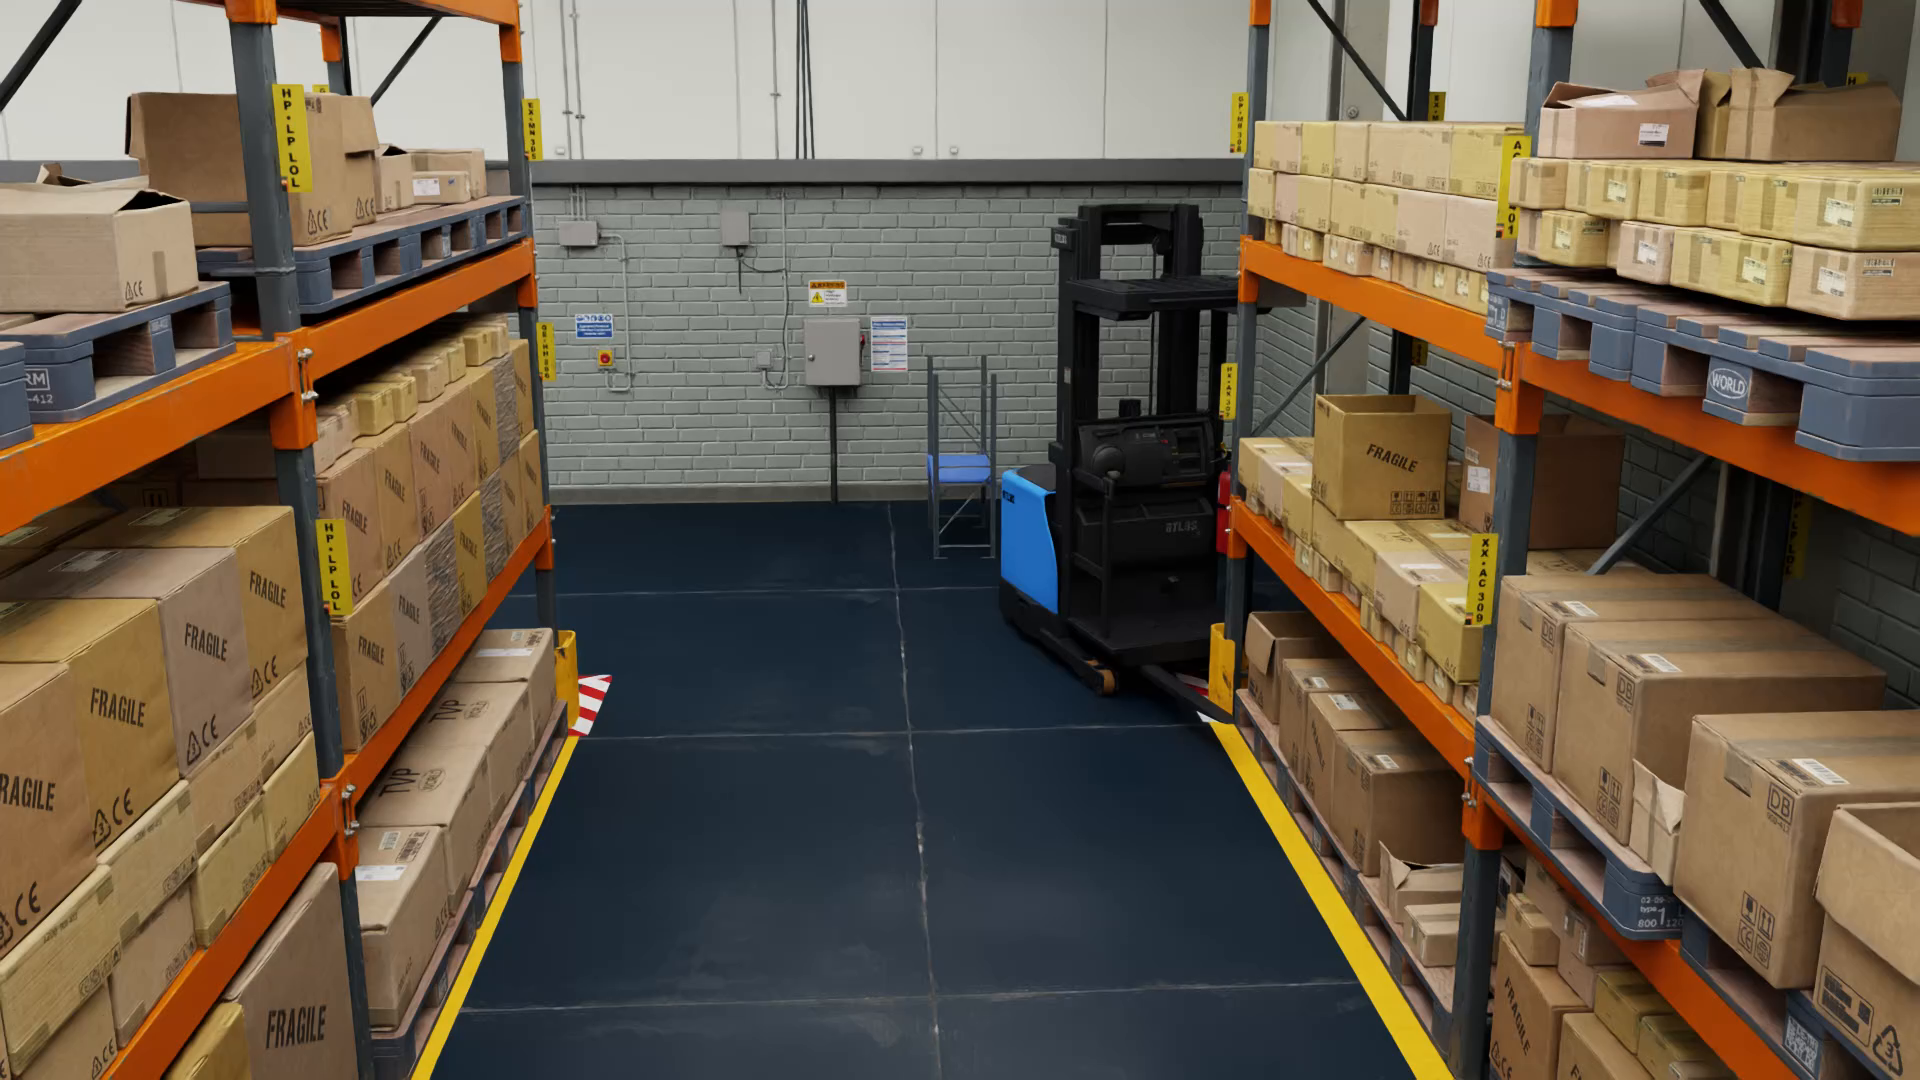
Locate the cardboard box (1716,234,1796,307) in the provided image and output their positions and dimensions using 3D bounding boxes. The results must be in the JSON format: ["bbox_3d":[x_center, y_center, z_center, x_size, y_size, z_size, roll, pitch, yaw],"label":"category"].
[{"bbox_3d":[2.038,-0.639,3.933,0.380,0.149,0.250,-1,14,-2],"label":"cardboard box"}]

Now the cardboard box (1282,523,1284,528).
[{"bbox_3d":[1.955,-0.114,8.954,0.380,0.149,0.250,-1,14,-4],"label":"cardboard box"}]

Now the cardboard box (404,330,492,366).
[{"bbox_3d":[-2.522,-0.943,8.163,0.380,0.149,0.250,-1,14,-2],"label":"cardboard box"}]

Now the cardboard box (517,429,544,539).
[{"bbox_3d":[-2.564,-0.304,8.988,0.500,0.500,0.500,-1,14,-3],"label":"cardboard box"}]

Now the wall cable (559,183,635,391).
[{"bbox_3d":[-3.231,-2.281,14.769,0.585,1.953,0.123,-1,14,-3],"label":"wall cable"}]

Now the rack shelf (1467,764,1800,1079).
[{"bbox_3d":[2.468,1.392,4.042,1.077,0.370,4.000,-1,14,-3],"label":"rack shelf"}]

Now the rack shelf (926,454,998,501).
[{"bbox_3d":[0.005,-0.531,13.802,0.538,0.185,1.000,-1,14,-3],"label":"rack shelf"}]

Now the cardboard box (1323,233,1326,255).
[{"bbox_3d":[1.938,-1.379,7.851,0.380,0.149,0.250,-1,14,-4],"label":"cardboard box"}]

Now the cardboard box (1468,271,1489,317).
[{"bbox_3d":[2.027,-0.870,5.873,0.380,0.149,0.250,-1,14,-4],"label":"cardboard box"}]

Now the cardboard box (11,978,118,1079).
[{"bbox_3d":[-2.252,1.184,3.704,0.500,0.250,0.500,-1,14,-3],"label":"cardboard box"}]

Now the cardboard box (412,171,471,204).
[{"bbox_3d":[-2.634,-1.741,8.213,0.380,0.149,0.250,-2,15,-8],"label":"cardboard box"}]

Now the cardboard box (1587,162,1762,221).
[{"bbox_3d":[1.986,-0.971,4.625,0.380,0.149,0.250,-1,14,-4],"label":"cardboard box"}]

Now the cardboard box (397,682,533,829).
[{"bbox_3d":[-2.652,1.056,8.201,0.875,0.438,0.875,0,14,-2],"label":"cardboard box"}]

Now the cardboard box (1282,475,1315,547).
[{"bbox_3d":[1.921,-0.152,8.302,0.500,0.250,0.500,-1,14,-4],"label":"cardboard box"}]

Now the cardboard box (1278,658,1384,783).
[{"bbox_3d":[2.053,0.925,8.586,0.700,0.500,0.500,0,14,-1],"label":"cardboard box"}]

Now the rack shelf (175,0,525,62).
[{"bbox_3d":[-2.734,-2.237,6.909,1.077,0.370,4.000,-1,14,-3],"label":"rack shelf"}]

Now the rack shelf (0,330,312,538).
[{"bbox_3d":[-2.486,0.016,3.367,1.077,0.370,4.000,-1,14,-3],"label":"rack shelf"}]

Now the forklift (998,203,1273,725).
[{"bbox_3d":[1.262,-0.571,10.365,1.130,2.935,3.031,-5,15,-20],"label":"forklift"}]

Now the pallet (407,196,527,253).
[{"bbox_3d":[-2.802,-1.597,8.371,1.003,0.211,1.213,-1,14,-3],"label":"pallet"}]

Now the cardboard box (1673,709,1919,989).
[{"bbox_3d":[2.231,0.742,4.081,0.700,0.500,0.500,-1,14,-4],"label":"cardboard box"}]

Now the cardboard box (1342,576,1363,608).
[{"bbox_3d":[1.994,0.208,7.703,0.380,0.149,0.250,-1,14,-4],"label":"cardboard box"}]

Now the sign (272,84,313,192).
[{"bbox_3d":[-2.069,-1.243,5.149,0.100,0.325,0.005,-1,14,-3],"label":"sign"}]

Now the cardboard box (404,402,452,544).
[{"bbox_3d":[-2.443,-0.285,6.906,0.500,0.500,0.500,-1,14,-2],"label":"cardboard box"}]

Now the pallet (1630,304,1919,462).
[{"bbox_3d":[2.381,-0.395,3.898,1.213,0.211,1.003,-1,14,-3],"label":"pallet"}]

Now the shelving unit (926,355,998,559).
[{"bbox_3d":[0.005,-0.705,13.757,0.538,1.500,1.048,-1,14,-3],"label":"shelving unit"}]

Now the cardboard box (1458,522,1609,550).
[{"bbox_3d":[2.515,0.094,7.345,0.500,0.250,0.500,-1,14,-2],"label":"cardboard box"}]

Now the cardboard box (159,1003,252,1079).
[{"bbox_3d":[-2.428,1.826,4.329,0.875,0.875,0.875,0,14,-2],"label":"cardboard box"}]

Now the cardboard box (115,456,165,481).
[{"bbox_3d":[-2.947,-0.295,5.645,0.380,0.149,0.250,-1,14,-5],"label":"cardboard box"}]

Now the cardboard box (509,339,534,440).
[{"bbox_3d":[-2.590,-0.788,8.862,0.500,0.500,0.500,0,14,-2],"label":"cardboard box"}]

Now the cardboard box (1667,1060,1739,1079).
[{"bbox_3d":[2.231,1.594,4.683,0.380,0.149,0.250,-1,14,-4],"label":"cardboard box"}]

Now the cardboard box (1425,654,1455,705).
[{"bbox_3d":[2.034,0.528,6.460,0.380,0.149,0.250,0,14,-2],"label":"cardboard box"}]

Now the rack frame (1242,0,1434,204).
[{"bbox_3d":[2.096,-3.354,9.004,1.000,3.000,0.127,-1,14,-3],"label":"rack frame"}]

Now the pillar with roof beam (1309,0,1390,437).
[{"bbox_3d":[-1.468,-3.972,11.406,9.100,9.000,0.400,-1,14,-3],"label":"pillar with roof beam"}]

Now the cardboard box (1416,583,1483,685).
[{"bbox_3d":[2.069,0.351,6.345,0.500,0.250,0.500,-1,14,-2],"label":"cardboard box"}]

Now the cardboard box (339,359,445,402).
[{"bbox_3d":[-2.446,-0.685,7.160,0.380,0.149,0.250,-1,14,-3],"label":"cardboard box"}]

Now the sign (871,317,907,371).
[{"bbox_3d":[-0.645,-1.783,15.126,0.329,0.494,0.001,-1,14,-3],"label":"sign"}]

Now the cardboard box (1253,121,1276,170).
[{"bbox_3d":[1.873,-2.101,8.854,0.500,0.250,0.500,-1,14,-4],"label":"cardboard box"}]

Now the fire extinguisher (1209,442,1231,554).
[{"bbox_3d":[1.626,-0.260,9.922,0.296,0.674,0.183,-1,14,-3],"label":"fire extinguisher"}]

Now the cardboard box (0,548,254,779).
[{"bbox_3d":[-2.292,0.326,4.531,0.500,0.500,0.500,-1,14,-2],"label":"cardboard box"}]

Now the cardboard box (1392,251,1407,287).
[{"bbox_3d":[2.009,-1.126,6.868,0.380,0.149,0.250,0,14,-2],"label":"cardboard box"}]

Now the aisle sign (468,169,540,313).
[{"bbox_3d":[-2.553,-1.653,9.215,0.394,0.787,0.004,-1,14,-3],"label":"aisle sign"}]

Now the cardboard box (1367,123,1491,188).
[{"bbox_3d":[2.009,-1.595,6.885,0.500,0.250,0.500,-1,14,-2],"label":"cardboard box"}]

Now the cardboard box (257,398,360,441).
[{"bbox_3d":[-2.460,-0.432,6.178,0.380,0.149,0.250,-1,14,-4],"label":"cardboard box"}]

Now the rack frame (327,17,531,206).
[{"bbox_3d":[-2.858,-3.277,8.703,1.000,3.000,0.127,-1,14,-3],"label":"rack frame"}]

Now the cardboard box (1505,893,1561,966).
[{"bbox_3d":[2.100,1.332,5.701,0.380,0.149,0.250,0,14,-1],"label":"cardboard box"}]

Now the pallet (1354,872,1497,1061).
[{"bbox_3d":[2.302,1.725,6.897,1.003,0.211,1.213,-1,14,-3],"label":"pallet"}]

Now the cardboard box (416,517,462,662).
[{"bbox_3d":[-2.429,0.205,7.009,0.500,0.500,0.500,-1,14,-3],"label":"cardboard box"}]

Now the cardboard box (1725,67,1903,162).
[{"bbox_3d":[2.481,-1.241,4.844,0.396,0.266,0.258,-1,14,-3],"label":"cardboard box"}]

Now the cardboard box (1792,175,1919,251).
[{"bbox_3d":[2.079,-0.718,3.641,0.380,0.149,0.250,-1,14,-3],"label":"cardboard box"}]

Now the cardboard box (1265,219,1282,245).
[{"bbox_3d":[1.884,-1.697,9.087,0.380,0.149,0.250,-1,14,-2],"label":"cardboard box"}]

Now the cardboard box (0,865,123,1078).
[{"bbox_3d":[-2.215,0.940,3.652,0.500,0.250,0.500,-1,14,-2],"label":"cardboard box"}]

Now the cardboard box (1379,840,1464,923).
[{"bbox_3d":[1.994,1.444,7.040,0.396,0.266,0.258,0,14,-1],"label":"cardboard box"}]

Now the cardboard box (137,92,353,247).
[{"bbox_3d":[-2.437,-1.279,5.714,0.500,0.500,0.500,-1,14,-2],"label":"cardboard box"}]

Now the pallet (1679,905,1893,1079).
[{"bbox_3d":[2.467,1.150,3.923,1.003,0.211,1.213,-1,14,-3],"label":"pallet"}]

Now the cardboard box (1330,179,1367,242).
[{"bbox_3d":[1.977,-1.477,7.430,0.500,0.250,0.500,-1,14,-4],"label":"cardboard box"}]

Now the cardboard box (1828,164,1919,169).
[{"bbox_3d":[2.548,-0.918,4.417,0.380,0.149,0.250,0,14,-2],"label":"cardboard box"}]

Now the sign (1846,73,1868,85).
[{"bbox_3d":[2.898,-1.358,5.435,0.100,0.325,0.005,-1,14,-3],"label":"sign"}]

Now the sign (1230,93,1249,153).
[{"bbox_3d":[1.554,-2.317,9.237,0.100,0.325,0.005,-1,14,-3],"label":"sign"}]

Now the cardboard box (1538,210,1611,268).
[{"bbox_3d":[1.947,-0.892,4.913,0.380,0.149,0.250,-1,14,-3],"label":"cardboard box"}]
